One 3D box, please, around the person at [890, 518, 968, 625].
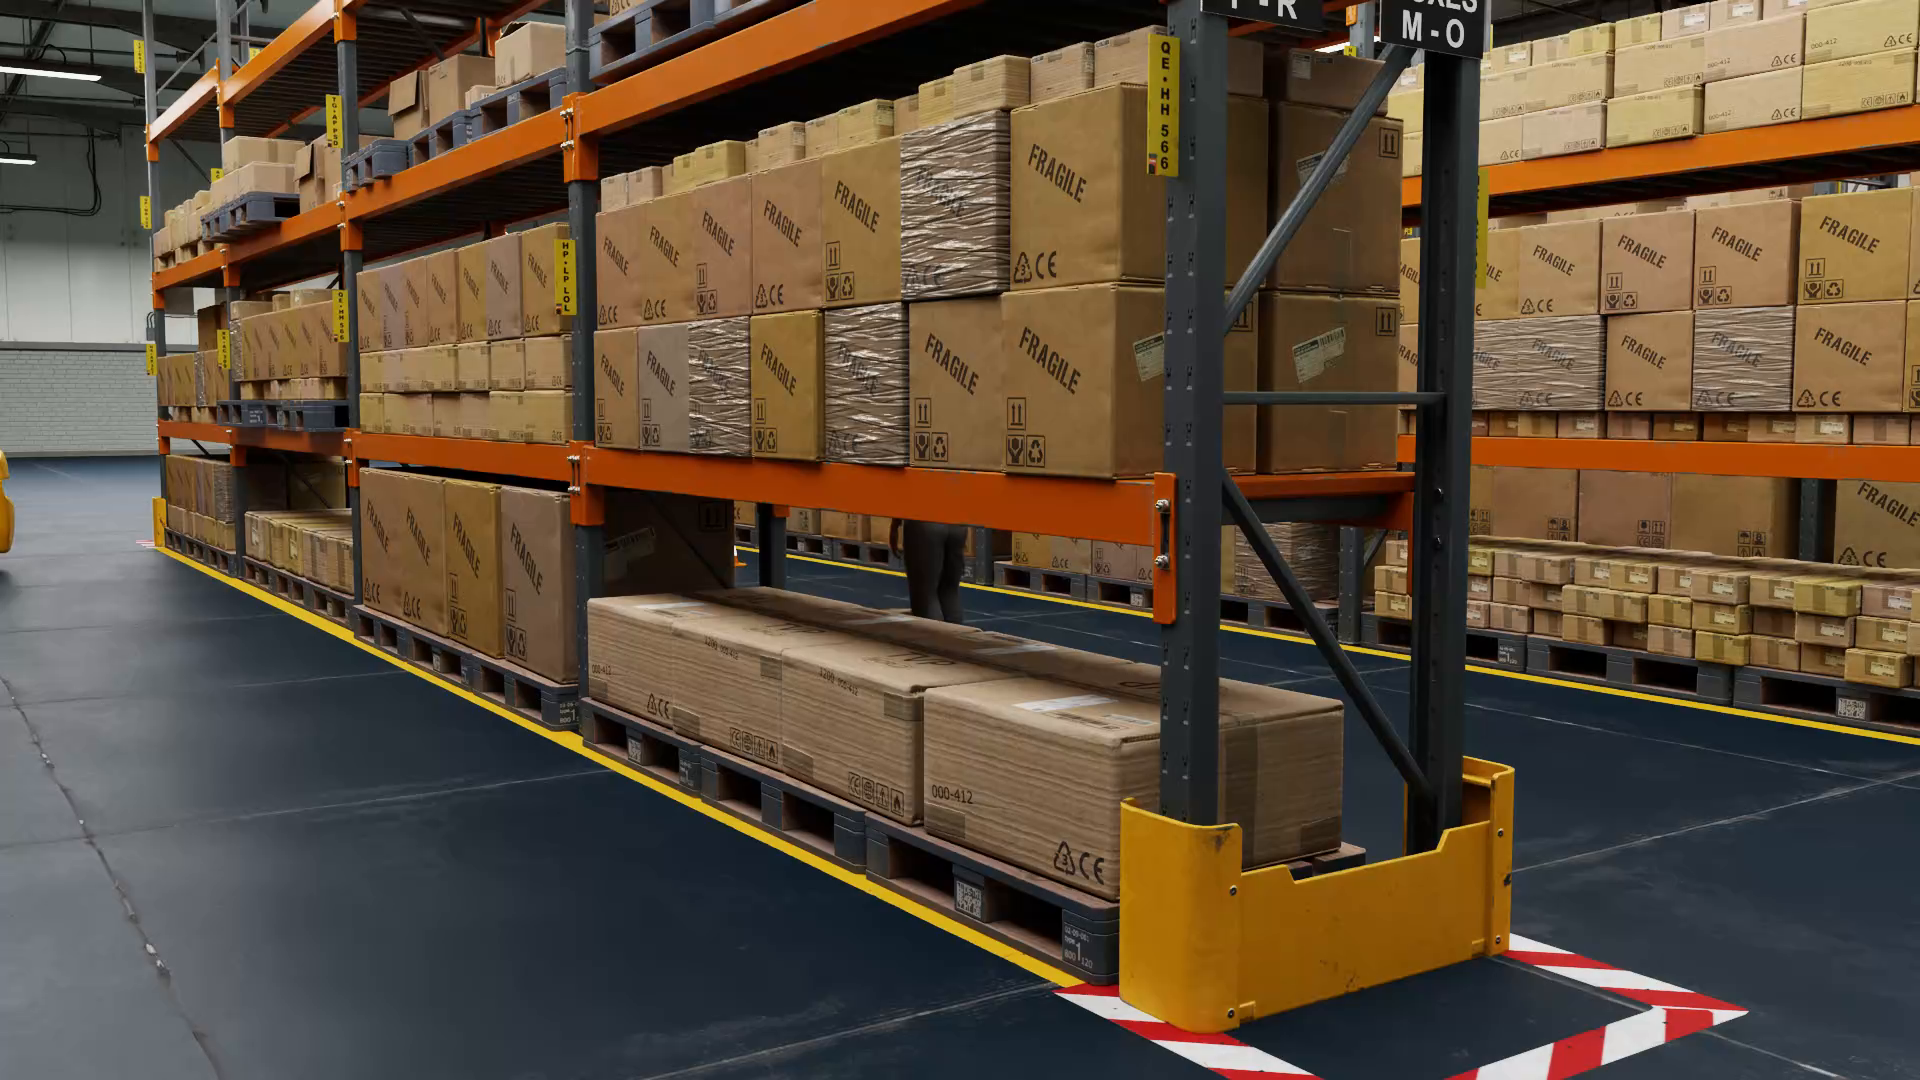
[{"bbox_3d":[-0.184,-0.058,8.713,0.505,1.654,0.565,4,6,42],"label":"person"}]
